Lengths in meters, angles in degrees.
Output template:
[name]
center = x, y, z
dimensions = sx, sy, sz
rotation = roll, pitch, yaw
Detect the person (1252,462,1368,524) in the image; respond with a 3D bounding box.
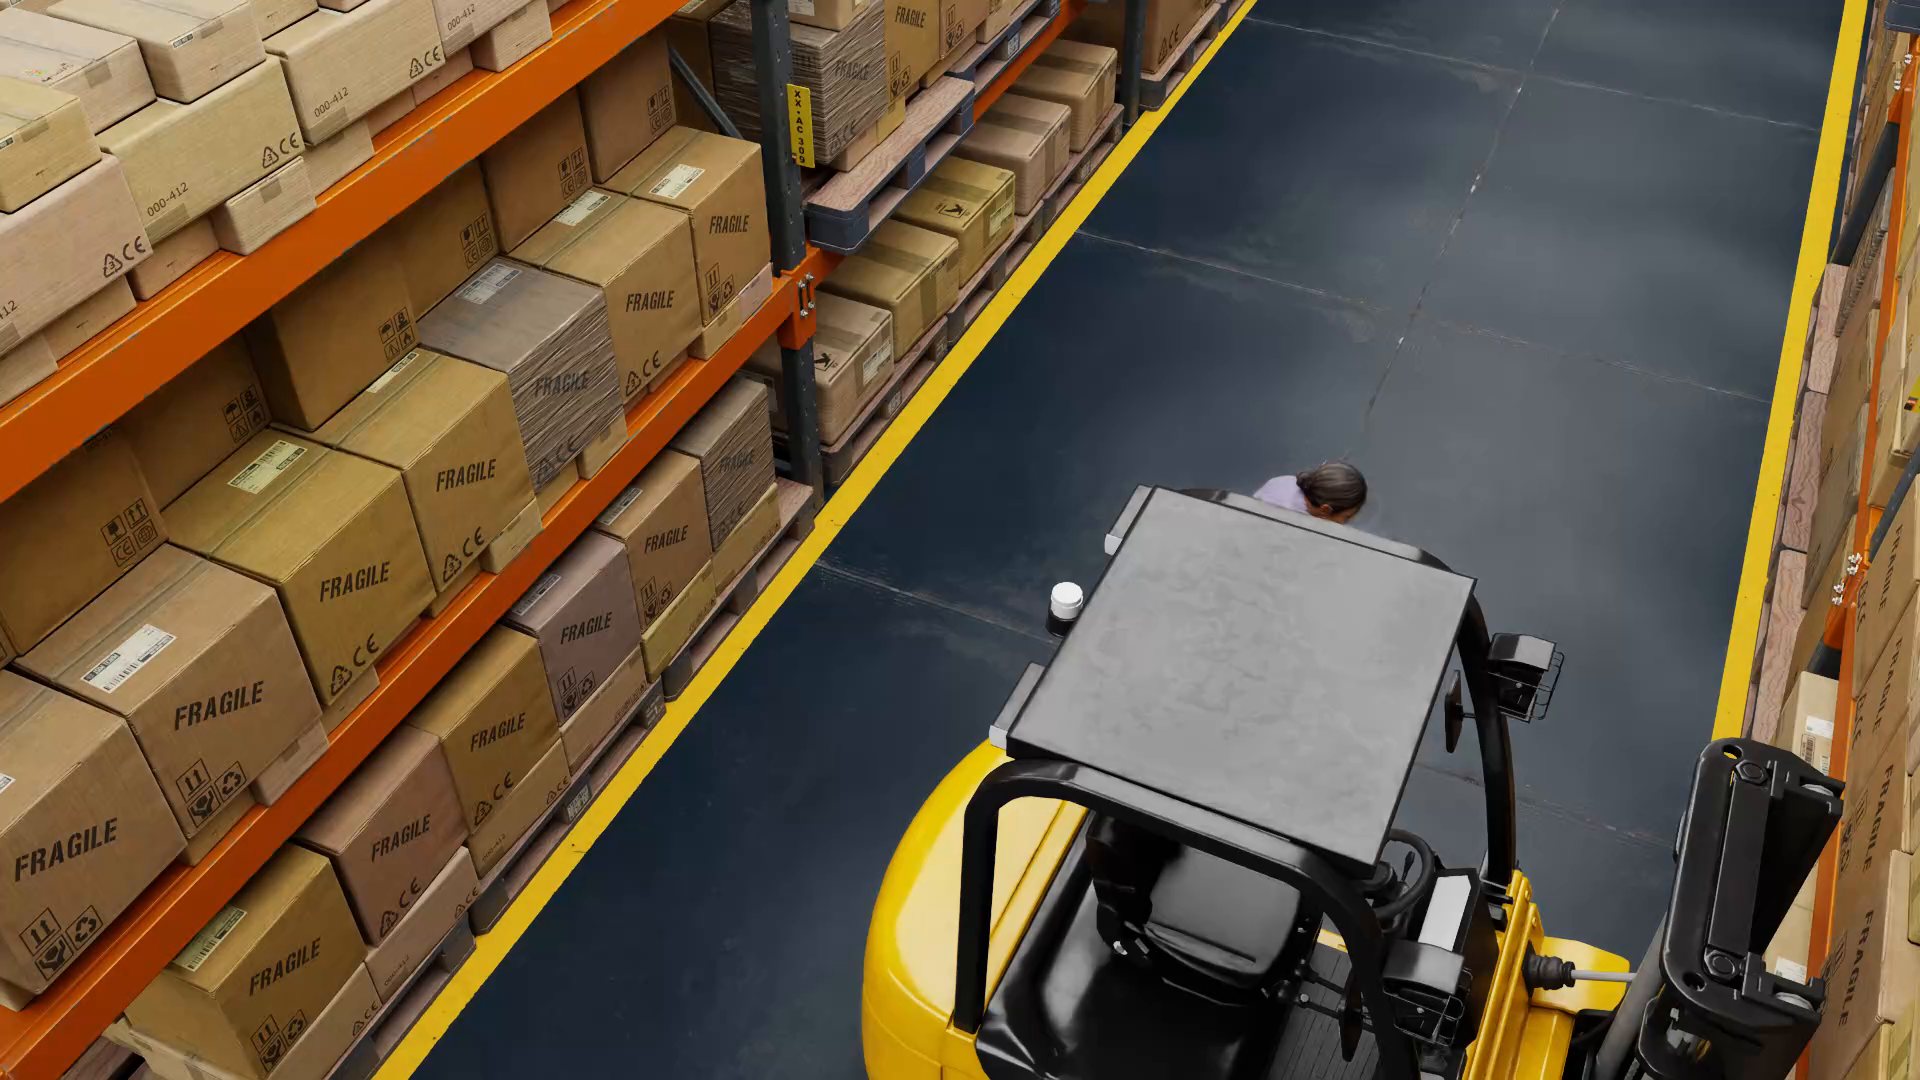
[person]
center = 1.025, 0.253, 6.022
dimensions = 0.684, 1.482, 0.450
rotation = 17, 45, 17
